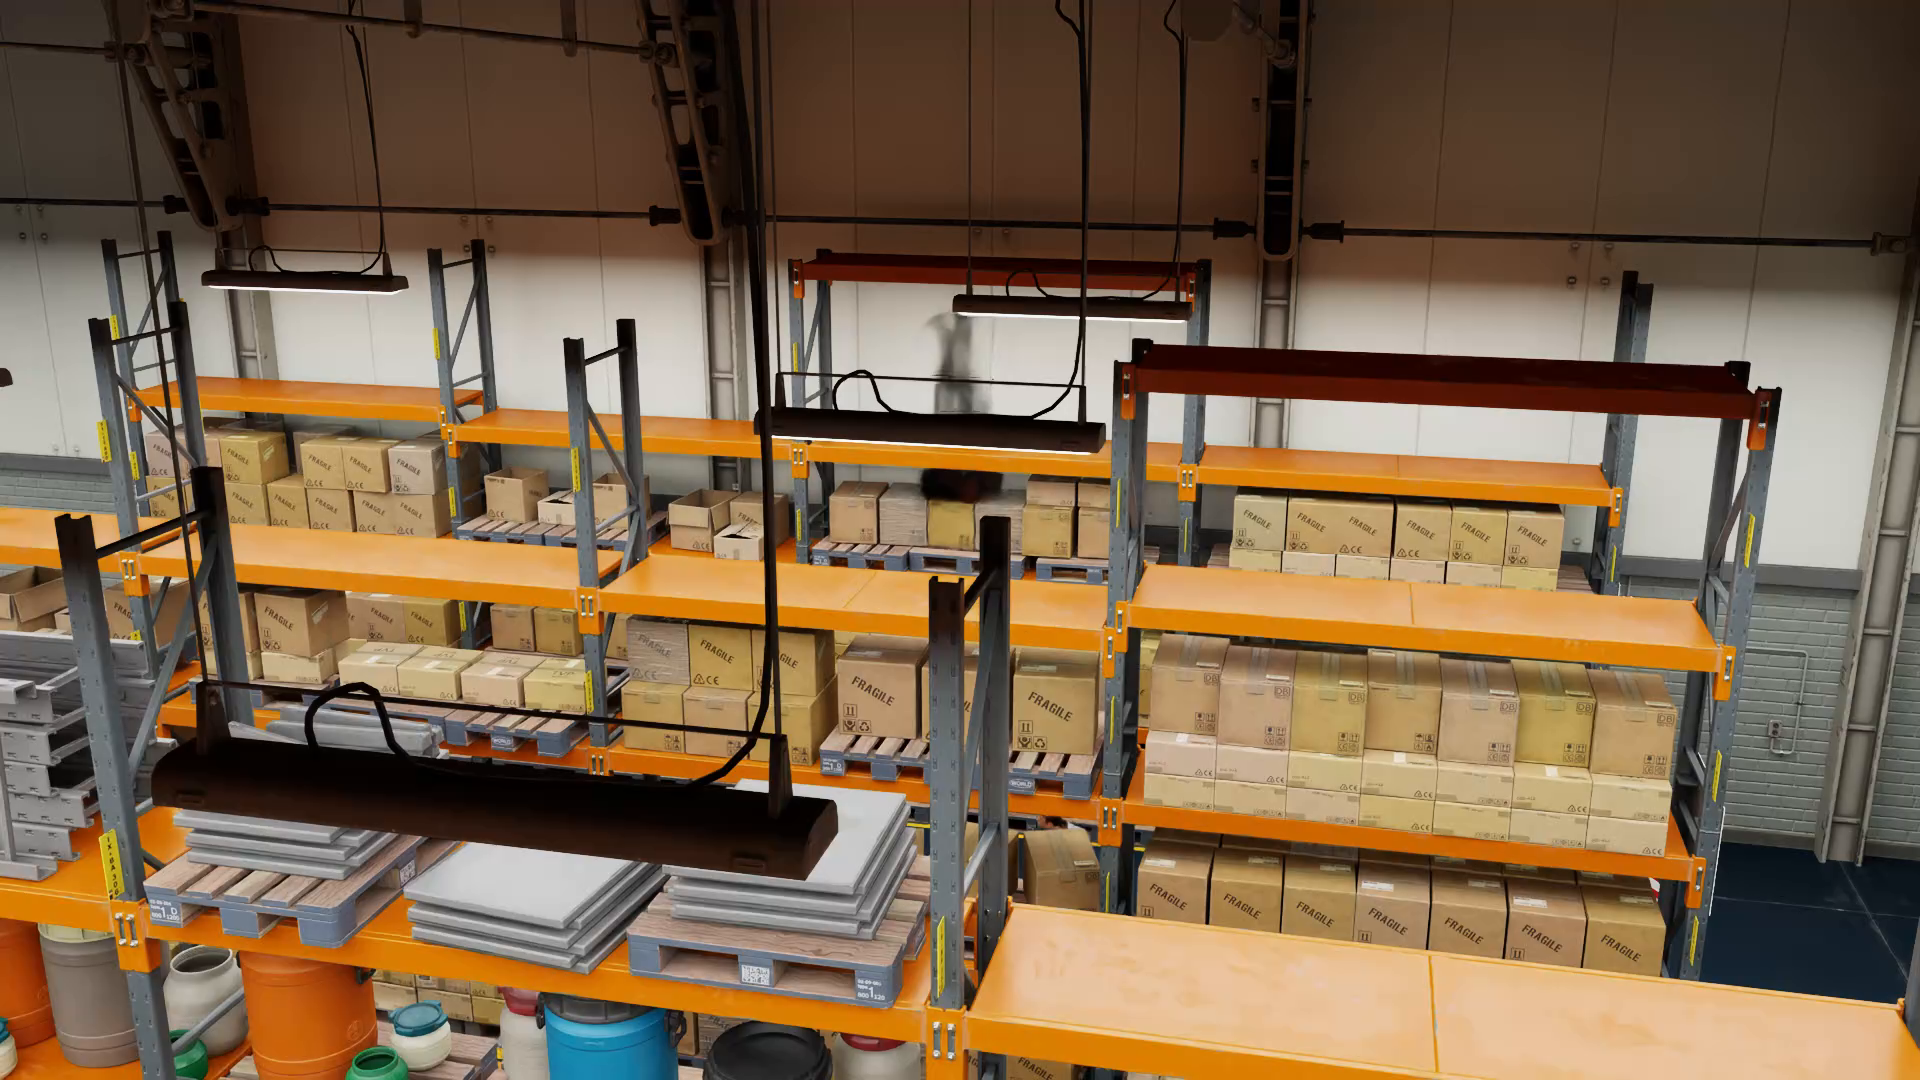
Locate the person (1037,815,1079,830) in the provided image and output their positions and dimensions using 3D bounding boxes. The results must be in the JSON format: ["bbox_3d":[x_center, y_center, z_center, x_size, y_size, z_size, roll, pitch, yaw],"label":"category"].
[{"bbox_3d":[1.000,3.115,14.947,0.703,1.600,0.554,2,16,5],"label":"person"}]

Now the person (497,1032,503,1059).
[{"bbox_3d":[-2.904,4.102,11.533,0.678,1.615,0.562,3,17,11],"label":"person"}]
